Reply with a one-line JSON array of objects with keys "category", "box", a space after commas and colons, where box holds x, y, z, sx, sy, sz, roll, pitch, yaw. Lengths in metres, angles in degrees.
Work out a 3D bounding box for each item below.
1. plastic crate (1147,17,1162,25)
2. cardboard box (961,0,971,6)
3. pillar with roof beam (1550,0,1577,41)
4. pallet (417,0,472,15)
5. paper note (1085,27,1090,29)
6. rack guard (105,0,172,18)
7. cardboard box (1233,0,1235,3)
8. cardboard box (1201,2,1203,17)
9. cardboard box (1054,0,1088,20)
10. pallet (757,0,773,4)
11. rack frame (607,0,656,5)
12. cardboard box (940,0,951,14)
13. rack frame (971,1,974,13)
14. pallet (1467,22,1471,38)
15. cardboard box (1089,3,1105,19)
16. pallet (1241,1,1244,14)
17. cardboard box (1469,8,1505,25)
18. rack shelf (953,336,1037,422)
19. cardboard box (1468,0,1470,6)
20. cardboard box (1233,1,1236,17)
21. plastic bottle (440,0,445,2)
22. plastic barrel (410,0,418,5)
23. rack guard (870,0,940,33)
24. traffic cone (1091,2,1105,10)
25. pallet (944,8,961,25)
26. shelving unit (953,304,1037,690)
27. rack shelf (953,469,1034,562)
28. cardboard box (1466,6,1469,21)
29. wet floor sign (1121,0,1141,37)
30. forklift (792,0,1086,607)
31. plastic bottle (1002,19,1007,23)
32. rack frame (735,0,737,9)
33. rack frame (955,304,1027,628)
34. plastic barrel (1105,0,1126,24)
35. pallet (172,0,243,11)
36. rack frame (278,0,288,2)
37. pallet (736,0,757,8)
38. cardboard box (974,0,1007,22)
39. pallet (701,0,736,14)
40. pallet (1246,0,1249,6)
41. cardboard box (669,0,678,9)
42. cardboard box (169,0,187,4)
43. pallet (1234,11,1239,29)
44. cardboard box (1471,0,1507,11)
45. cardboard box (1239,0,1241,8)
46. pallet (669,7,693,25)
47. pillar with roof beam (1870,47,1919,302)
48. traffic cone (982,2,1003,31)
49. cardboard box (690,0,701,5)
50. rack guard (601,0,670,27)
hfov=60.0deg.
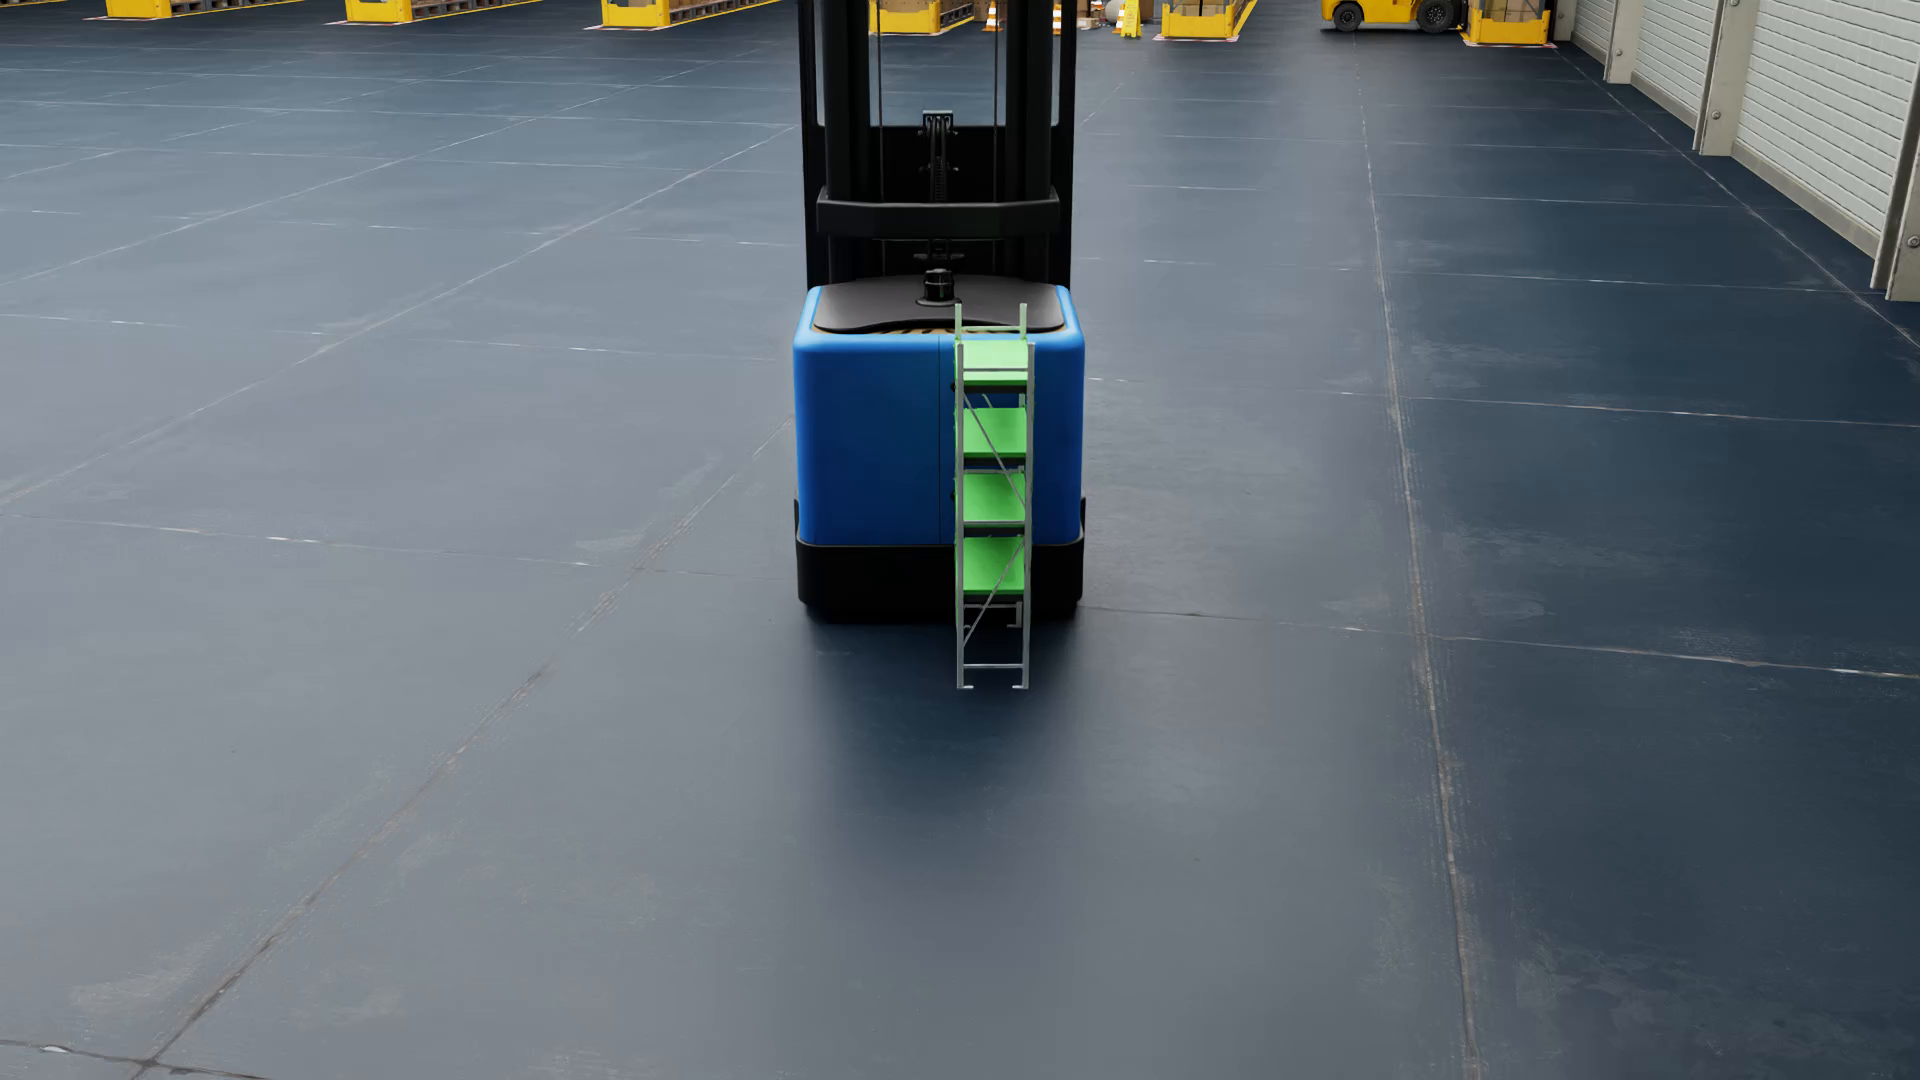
[{"category": "plastic crate", "box": [3.627, -9.361, 29.991, 0.402, 0.080, 0.583, -3, 22, -8]}, {"category": "cardboard box", "box": [-0.313, -10.552, 31.321, 0.875, 0.875, 0.875, 5, 22, 12]}, {"category": "pillar with roof beam", "box": [5.604, -12.684, 26.303, 9.100, 9.000, 0.400, 4, 22, 11]}, {"category": "pallet", "box": [-10.225, -10.377, 32.337, 1.003, 0.211, 1.213, 4, 22, 11]}, {"category": "paper note", "box": [2.178, -8.885, 28.873, 0.148, 0.019, 0.142, -3, 22, -8]}, {"category": "rack guard", "box": [-15.469, -10.108, 31.283, 1.175, 0.500, 0.348, 4, 22, 11]}, {"category": "cardboard box", "box": [4.476, -9.506, 28.556, 0.500, 0.500, 0.500, 4, 22, 9]}, {"category": "cardboard box", "box": [3.949, -9.189, 28.772, 0.500, 0.250, 0.500, 5, 22, 11]}, {"category": "cardboard box", "box": [1.814, -9.442, 29.624, 0.797, 0.503, 0.637, -11, 25, -26]}, {"category": "pallet", "box": [-4.547, -11.422, 34.931, 1.003, 0.211, 1.213, 4, 22, 11]}, {"category": "rack frame", "box": [-5.767, -10.520, 28.959, 1.000, 3.000, 0.127, 4, 22, 11]}, {"category": "cardboard box", "box": [-0.681, -9.889, 29.675, 0.875, 0.875, 0.875, 4, 22, 10]}, {"category": "rack frame", "box": [-0.116, -11.568, 31.561, 1.000, 3.000, 0.127, 4, 22, 11]}, {"category": "pallet", "box": [8.909, -8.377, 27.370, 1.003, 0.211, 1.213, 4, 22, 11]}, {"category": "cardboard box", "box": [2.483, -9.825, 30.893, 0.258, 0.266, 0.396, -11, 25, -26]}, {"category": "pallet", "box": [4.908, -10.219, 31.944, 1.003, 0.211, 1.213, 4, 22, 11]}, {"category": "cardboard box", "box": [8.581, -8.503, 27.069, 0.500, 0.250, 0.500, 5, 22, 11]}, {"category": "rack shelf", "box": [0.108, -0.531, 5.448, 0.258, 0.148, 0.480, 0, 22, -1]}, {"category": "cardboard box", "box": [8.785, -9.114, 27.916, 0.500, 0.250, 0.500, 4, 22, 10]}, {"category": "cardboard box", "box": [4.481, -9.144, 28.661, 0.500, 0.250, 0.500, 5, 23, 13]}, {"category": "plastic bottle", "box": [-9.941, -10.475, 31.912, 0.097, 0.271, 0.097, 0, 22, 0]}, {"category": "plastic barrel", "box": [-10.454, -10.368, 31.350, 0.421, 0.512, 0.421, 0, 22, 0]}, {"category": "rack guard", "box": [-0.937, -8.937, 28.374, 1.175, 0.500, 0.348, 4, 22, 11]}, {"category": "traffic cone", "box": [2.713, -10.793, 33.033, 0.336, 0.463, 0.334, 4, 22, 11]}, {"category": "pallet", "box": [-0.595, -9.555, 30.295, 1.003, 0.211, 1.213, 4, 22, 11]}, {"category": "shelving unit", "box": [0.108, -0.146, 5.606, 0.258, 1.200, 0.503, 0, 22, -1]}, {"category": "rack shelf", "box": [0.108, -0.087, 5.631, 0.258, 0.148, 0.480, 0, 22, -1]}, {"category": "cardboard box", "box": [8.802, -8.866, 27.971, 0.500, 0.250, 0.500, 5, 22, 11]}, {"category": "wet floor sign", "box": [2.848, -8.684, 27.553, 0.267, 0.644, 0.232, 13, 25, 29]}, {"category": "forklift", "box": [-0.091, -1.615, 6.940, 1.130, 2.935, 3.031, 0, 22, -1]}, {"category": "plastic bottle", "box": [0.910, -9.438, 30.205, 0.283, 0.061, 0.133, -3, 22, -8]}, {"category": "rack frame", "box": [-4.951, -11.983, 32.591, 1.000, 3.000, 0.127, 4, 22, 11]}, {"category": "rack frame", "box": [0.104, -0.239, 5.832, 0.240, 1.200, 0.015, 0, 22, -1]}, {"category": "plastic barrel", "box": [2.873, -9.440, 29.727, 0.421, 0.421, 0.512, -16, 27, -35]}, {"category": "pallet", "box": [-15.098, -10.711, 33.165, 1.003, 0.211, 1.213, 4, 22, 11]}, {"category": "rack frame", "box": [-14.648, -12.739, 34.470, 1.000, 3.000, 0.127, 4, 22, 11]}, {"category": "pallet", "box": [-4.794, -10.974, 33.820, 1.003, 0.211, 1.213, 4, 22, 11]}, {"category": "cardboard box", "box": [0.572, -9.763, 30.423, 0.500, 0.500, 0.500, 8, 23, 20]}, {"category": "pallet", "box": [-5.054, -10.441, 32.496, 1.003, 0.211, 1.213, 4, 22, 11]}, {"category": "pallet", "box": [5.406, -11.111, 34.160, 1.003, 0.211, 1.213, 4, 22, 11]}, {"category": "cardboard box", "box": [-5.535, -10.004, 30.461, 0.500, 0.500, 0.500, 11, 24, 25]}, {"category": "cardboard box", "box": [-15.137, -10.375, 31.718, 0.500, 0.250, 0.500, 4, 22, 11]}, {"category": "pallet", "box": [4.401, -9.238, 29.509, 1.003, 0.211, 1.213, 4, 22, 11]}, {"category": "cardboard box", "box": [8.587, -8.741, 26.990, 0.500, 0.250, 0.500, 4, 22, 10]}, {"category": "cardboard box", "box": [4.893, -9.910, 30.563, 0.500, 0.250, 0.500, 5, 23, 13]}, {"category": "pallet", "box": [-5.552, -9.549, 30.280, 1.003, 0.211, 1.213, 4, 22, 11]}, {"category": "pillar with roof beam", "box": [1.931, -6.101, 9.958, 9.100, 9.000, 0.400, 4, 22, 11]}, {"category": "traffic cone", "box": [0.566, -9.014, 28.616, 0.336, 0.463, 0.334, 4, 22, 11]}, {"category": "cardboard box", "box": [-5.231, -10.432, 31.524, 0.500, 0.500, 0.500, 2, 22, 6]}, {"category": "rack guard", "box": [-5.752, -9.388, 29.495, 1.175, 0.500, 0.348, 4, 22, 11]}]
